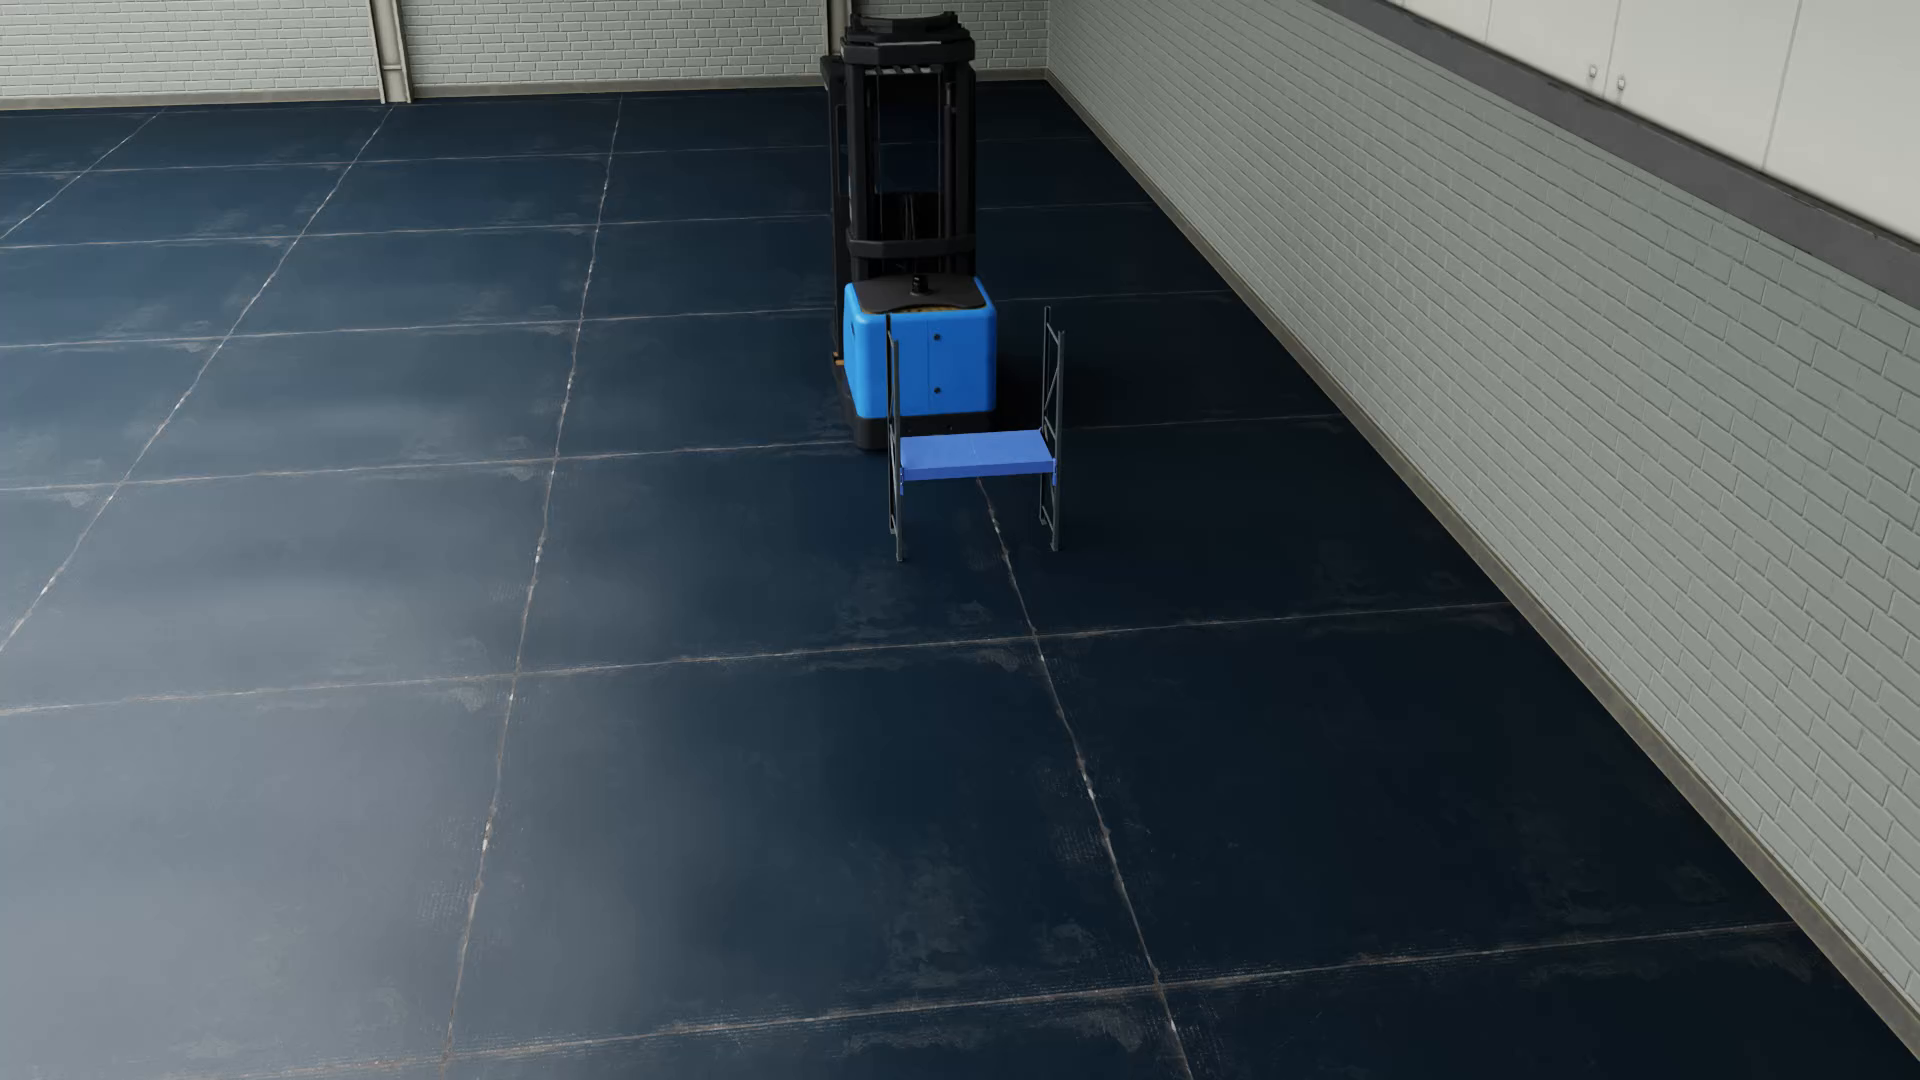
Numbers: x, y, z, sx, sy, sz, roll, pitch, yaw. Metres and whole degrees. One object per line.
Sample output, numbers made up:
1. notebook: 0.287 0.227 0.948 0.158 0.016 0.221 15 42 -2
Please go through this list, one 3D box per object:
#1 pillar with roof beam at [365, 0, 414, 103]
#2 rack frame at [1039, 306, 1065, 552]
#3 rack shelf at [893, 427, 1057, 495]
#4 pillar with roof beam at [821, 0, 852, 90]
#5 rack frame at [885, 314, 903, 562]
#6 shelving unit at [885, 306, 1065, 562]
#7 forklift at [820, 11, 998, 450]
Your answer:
1. pillar with roof beam: -7.035 -8.029 16.744 0.400 9.000 9.100 -4 27 -7
2. rack frame: 0.588 -0.705 10.684 0.032 1.500 0.500 -4 27 -7
3. rack shelf: 0.084 -0.513 10.703 1.000 0.185 0.538 -4 27 -7
4. pillar with roof beam: -1.094 -8.411 17.488 0.400 9.000 9.100 -4 27 -7
5. rack frame: -0.419 -0.640 10.558 0.032 1.500 0.500 -4 27 -7
6. shelving unit: 0.084 -0.673 10.621 1.048 1.500 0.538 -4 27 -7
7. forklift: -0.464 -2.610 12.828 1.130 2.935 3.031 -4 27 -8
